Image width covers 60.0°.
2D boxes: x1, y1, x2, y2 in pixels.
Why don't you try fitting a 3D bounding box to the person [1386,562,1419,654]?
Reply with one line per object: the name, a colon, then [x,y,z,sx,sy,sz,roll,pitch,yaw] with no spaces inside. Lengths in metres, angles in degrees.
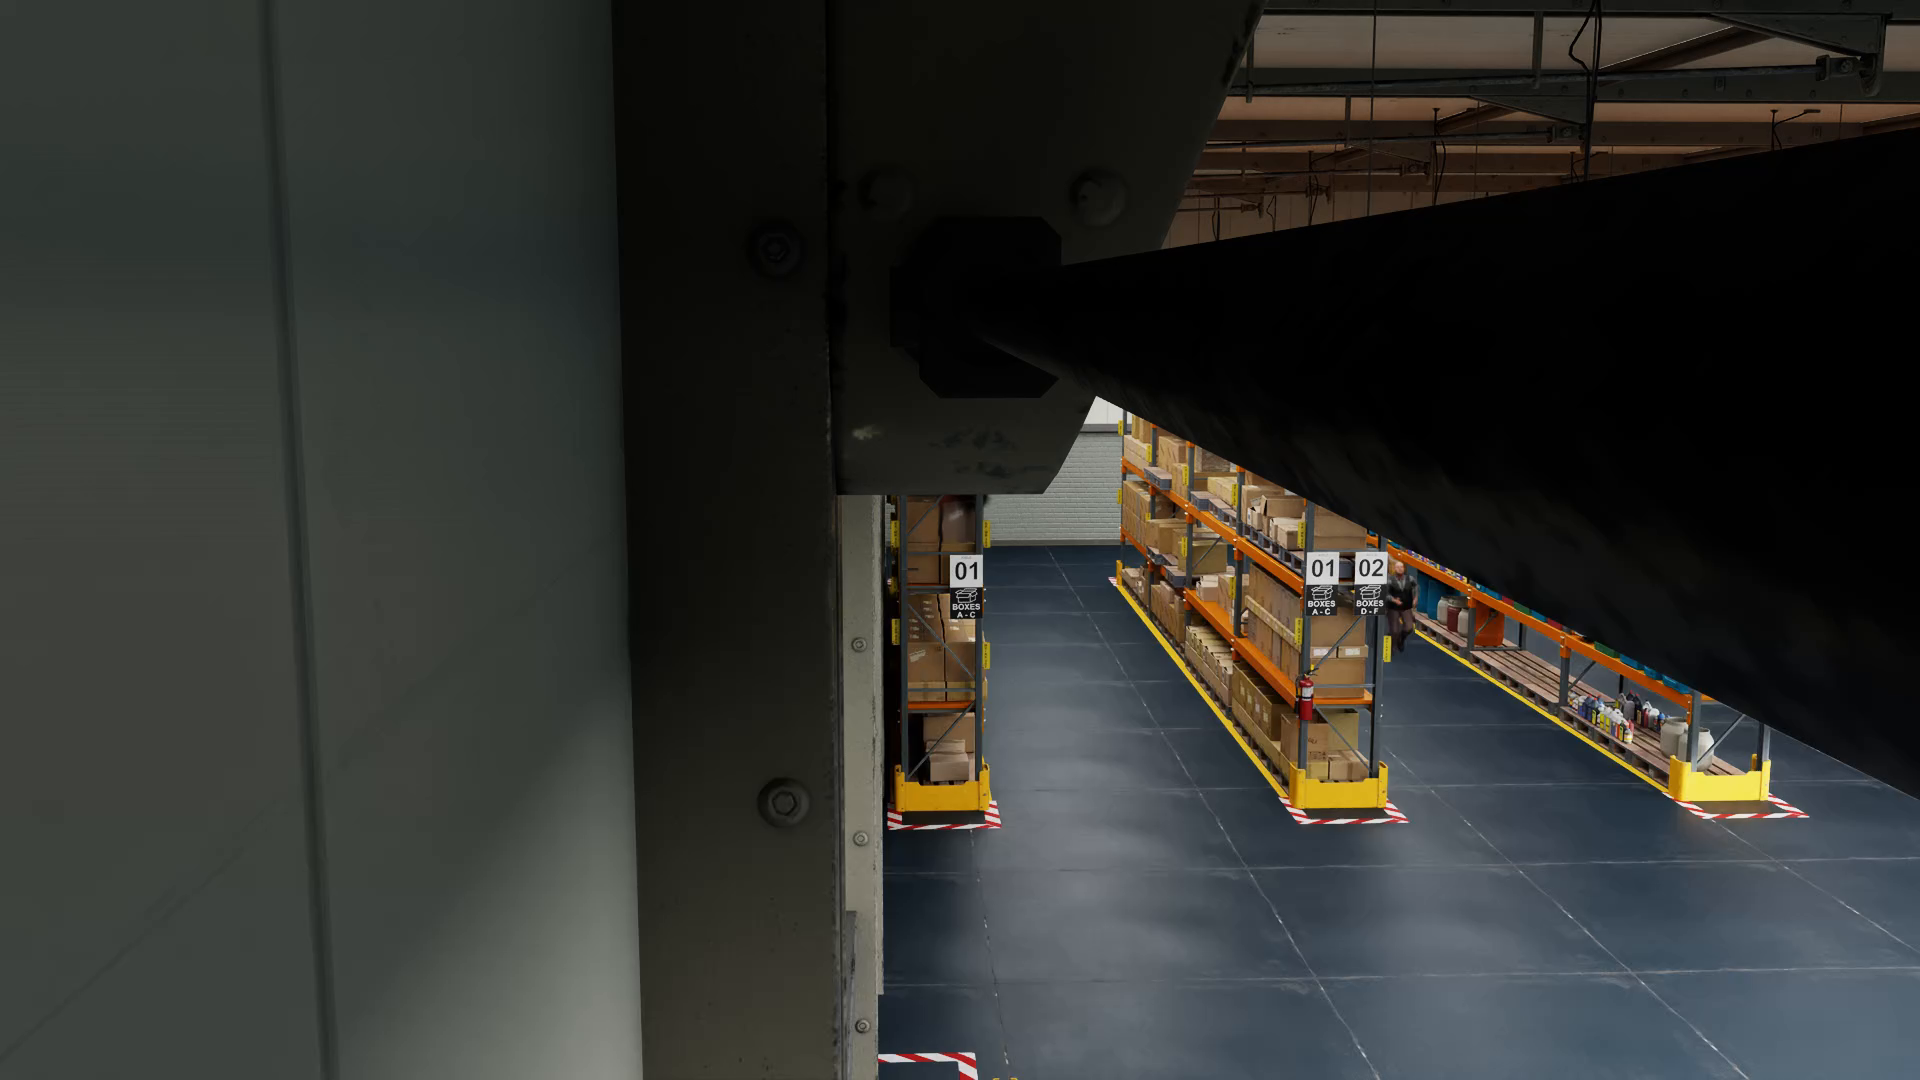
person: [7.710,1.213,29.078,0.678,1.675,0.756,0,8,2]
